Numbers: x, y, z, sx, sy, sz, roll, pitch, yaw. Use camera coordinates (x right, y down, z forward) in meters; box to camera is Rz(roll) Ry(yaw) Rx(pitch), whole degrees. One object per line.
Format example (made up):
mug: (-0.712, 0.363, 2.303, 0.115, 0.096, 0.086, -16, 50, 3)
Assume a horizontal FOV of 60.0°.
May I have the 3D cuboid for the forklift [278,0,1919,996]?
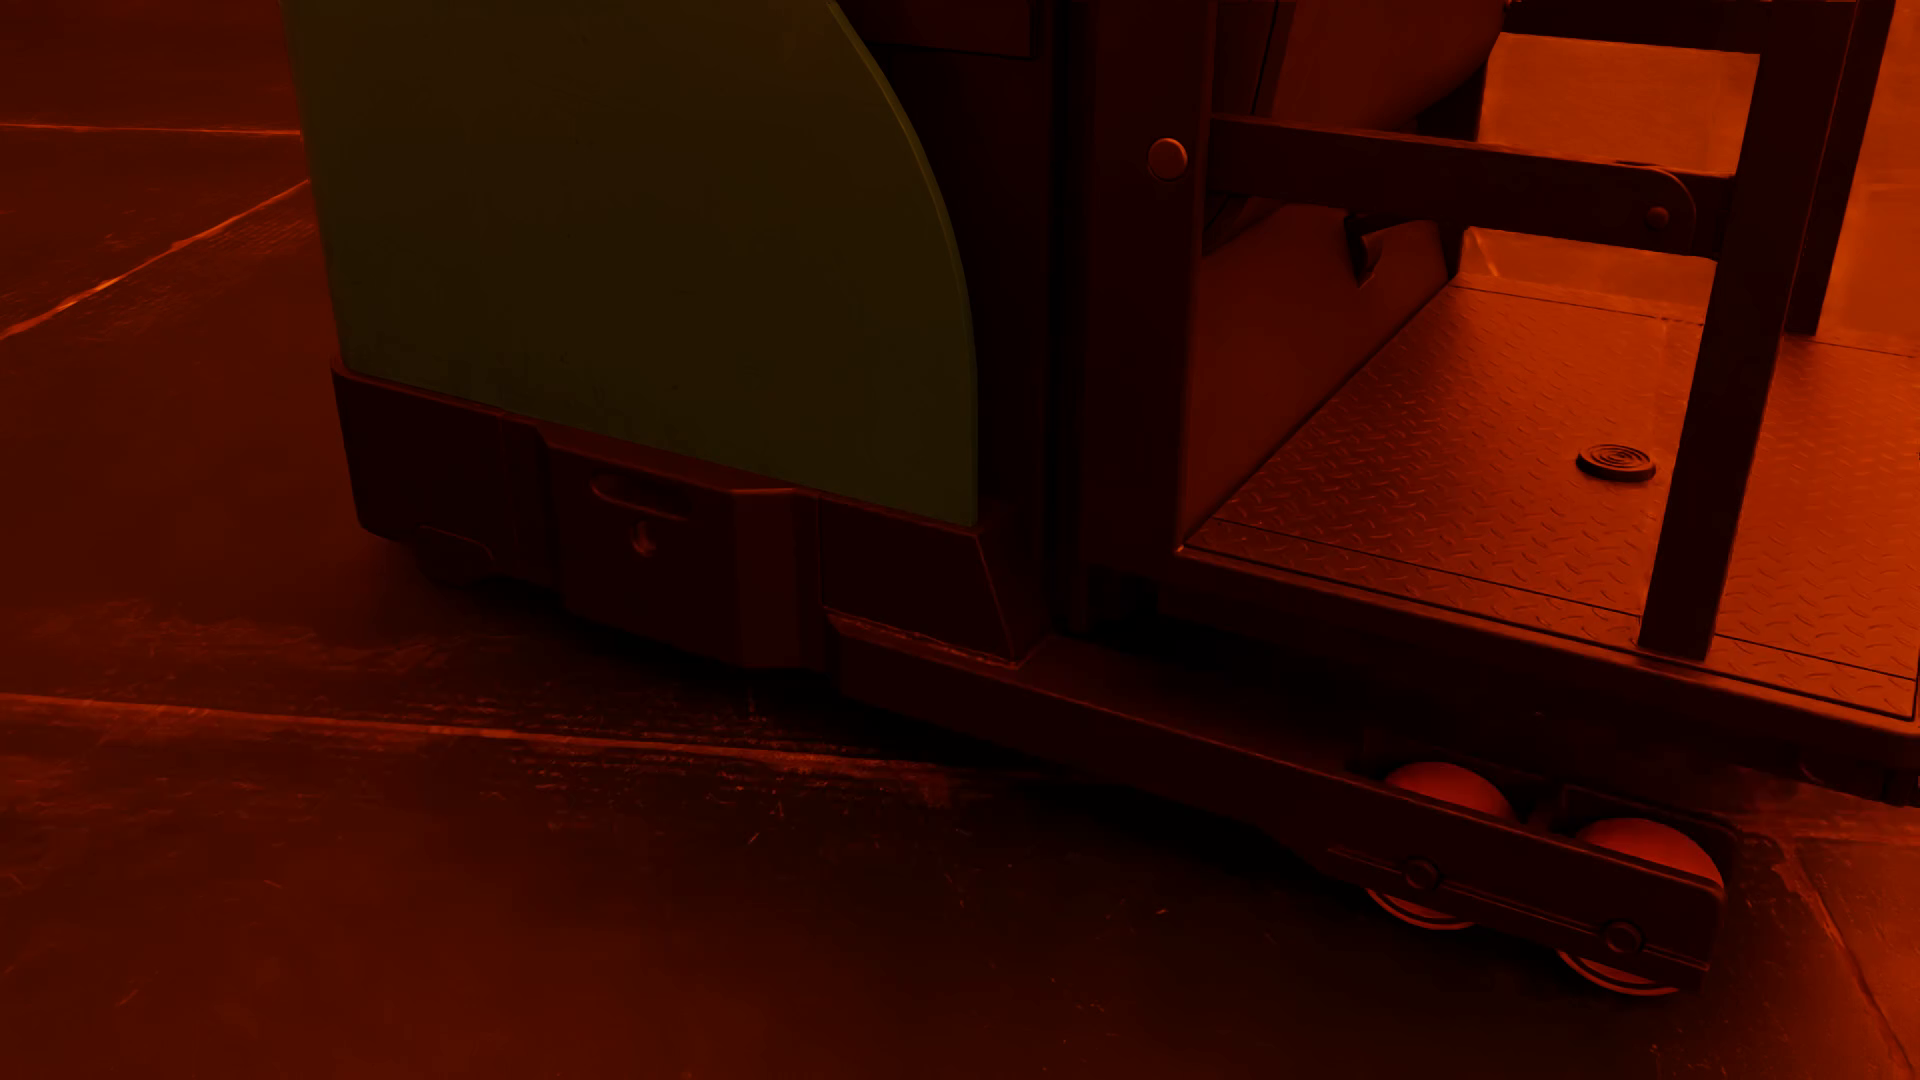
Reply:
forklift: (0.659, -1.142, 1.507, 3.031, 2.935, 1.130, 14, 30, 26)
